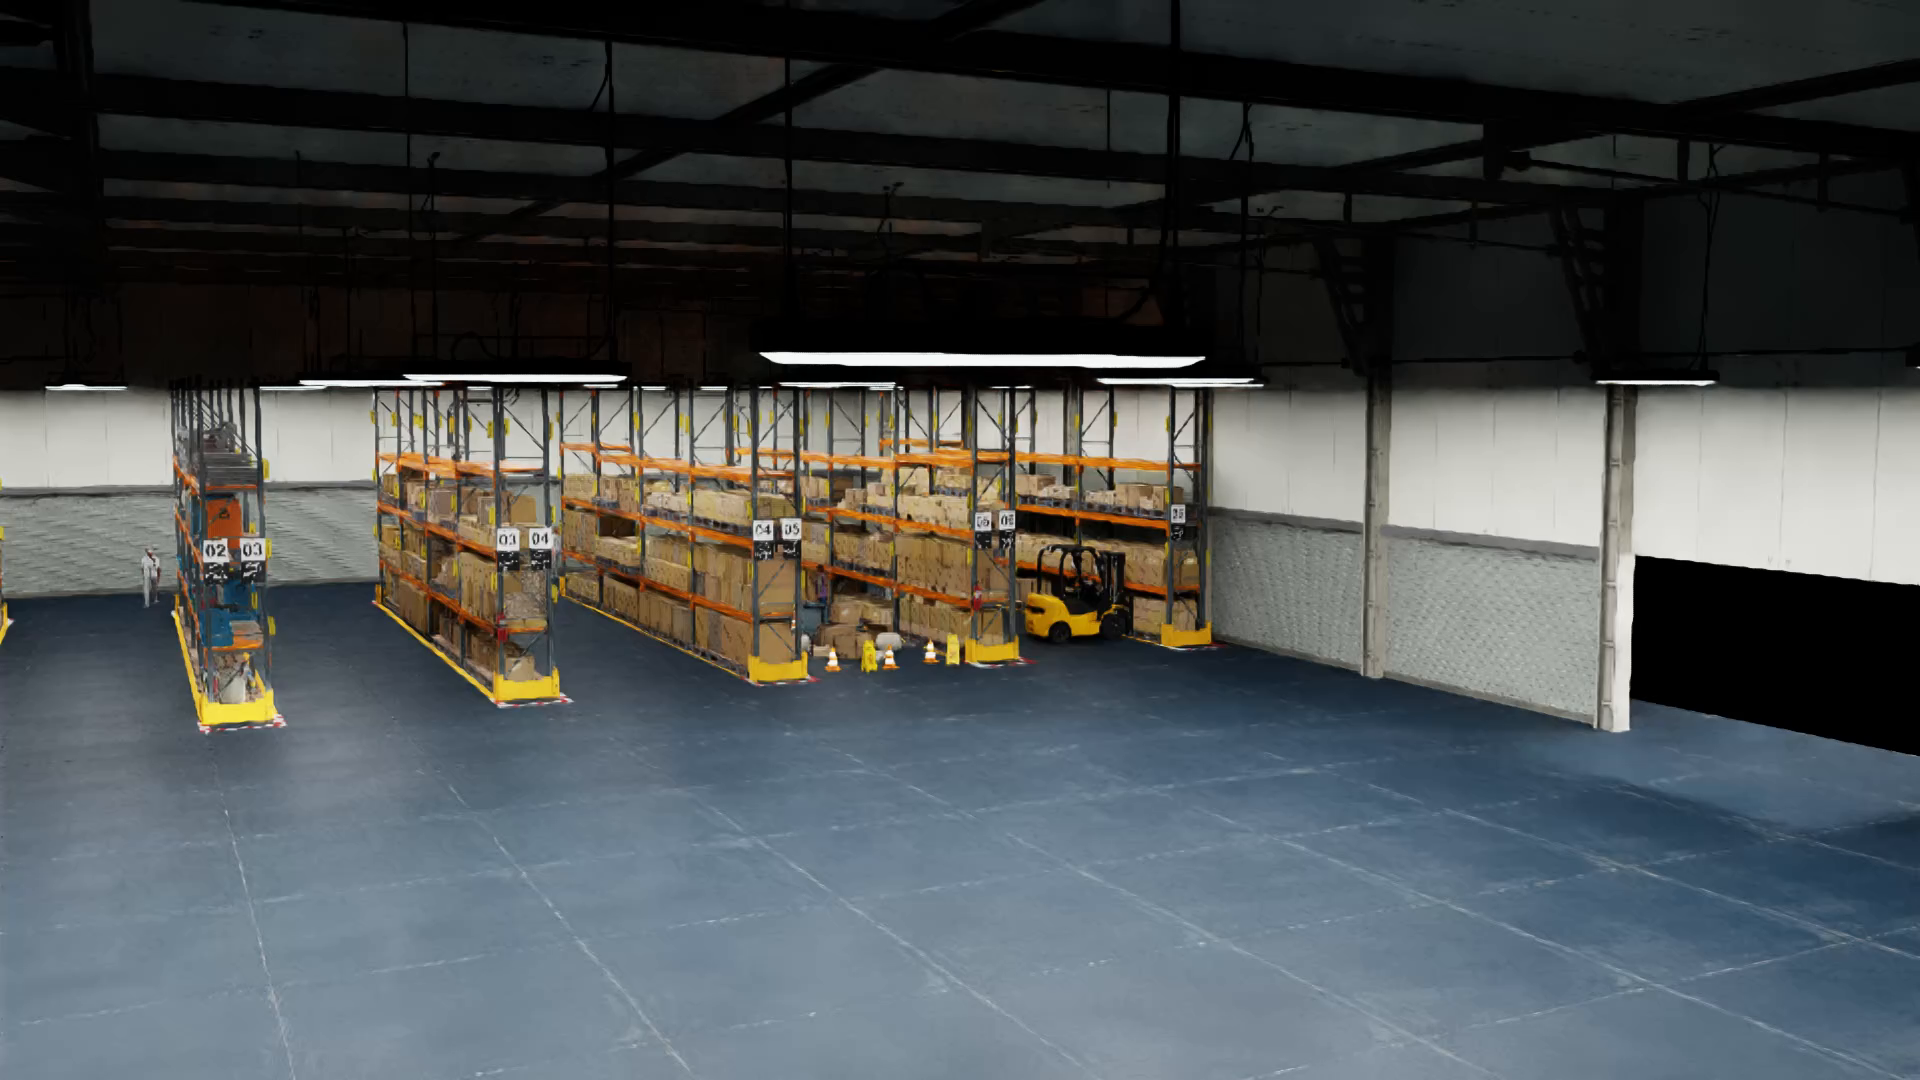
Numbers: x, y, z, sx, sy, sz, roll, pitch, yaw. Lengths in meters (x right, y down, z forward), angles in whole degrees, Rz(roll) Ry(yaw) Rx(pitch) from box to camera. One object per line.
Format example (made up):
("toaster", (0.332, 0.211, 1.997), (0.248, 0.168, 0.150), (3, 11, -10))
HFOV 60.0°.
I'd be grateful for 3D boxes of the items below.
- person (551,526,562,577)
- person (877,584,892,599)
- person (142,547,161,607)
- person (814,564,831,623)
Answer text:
("person", (-12.566, 0.368, 51.349), (0.463, 1.575, 0.574), (2, 5, 21))
("person", (-2.147, 0.807, 45.747), (0.564, 1.666, 0.563), (0, 5, 2))
("person", (-21.617, 0.959, 44.459), (0.450, 1.588, 1.092), (-2, 6, -24))
("person", (-3.362, 1.356, 40.029), (0.534, 1.589, 0.522), (0, 5, 0))
